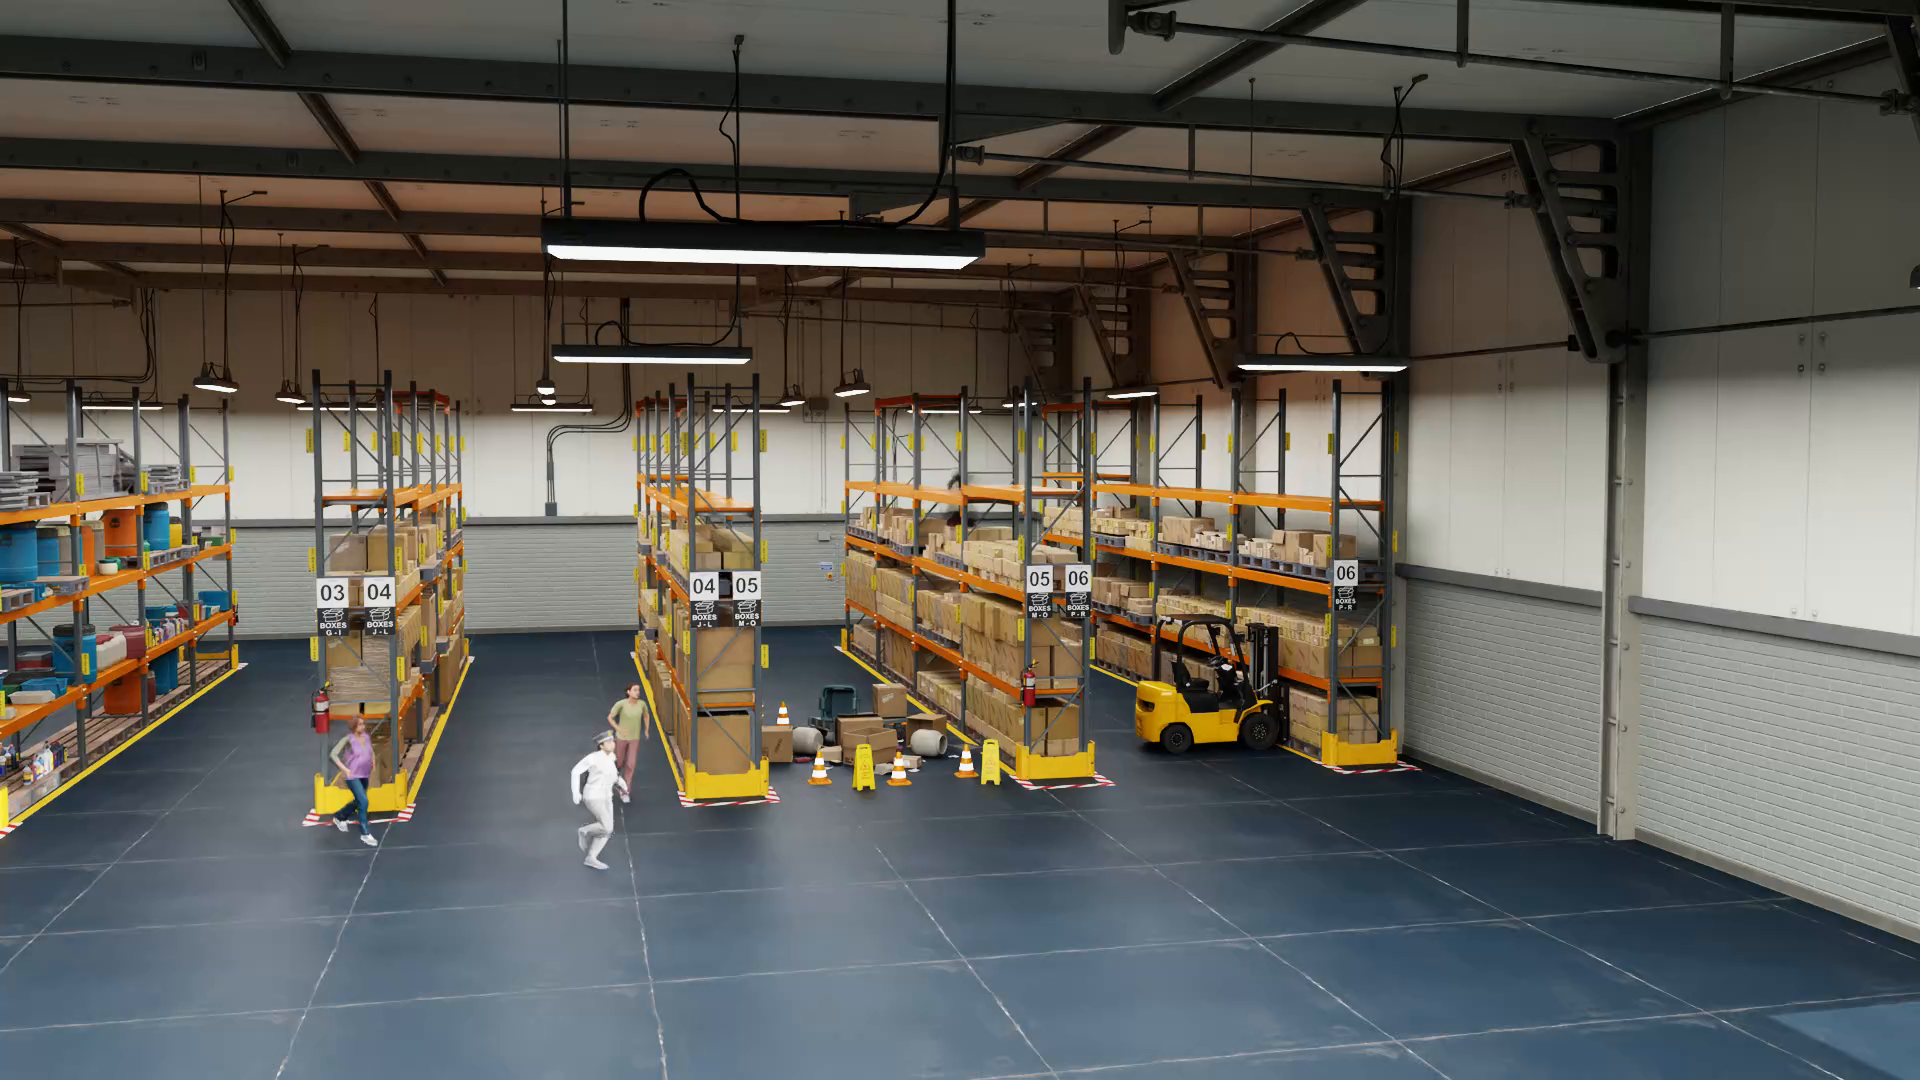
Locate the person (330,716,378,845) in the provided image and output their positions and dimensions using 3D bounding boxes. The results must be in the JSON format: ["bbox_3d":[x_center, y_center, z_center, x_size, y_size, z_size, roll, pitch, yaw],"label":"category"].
[{"bbox_3d":[-7.634,3.001,20.930,0.776,1.604,0.554,2,4,26],"label":"person"}]

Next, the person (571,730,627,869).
[{"bbox_3d":[-4.228,3.060,19.627,0.620,1.646,0.654,2,4,27],"label":"person"}]

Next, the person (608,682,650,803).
[{"bbox_3d":[-4.672,2.820,23.527,0.652,1.646,0.814,-2,4,-30],"label":"person"}]
